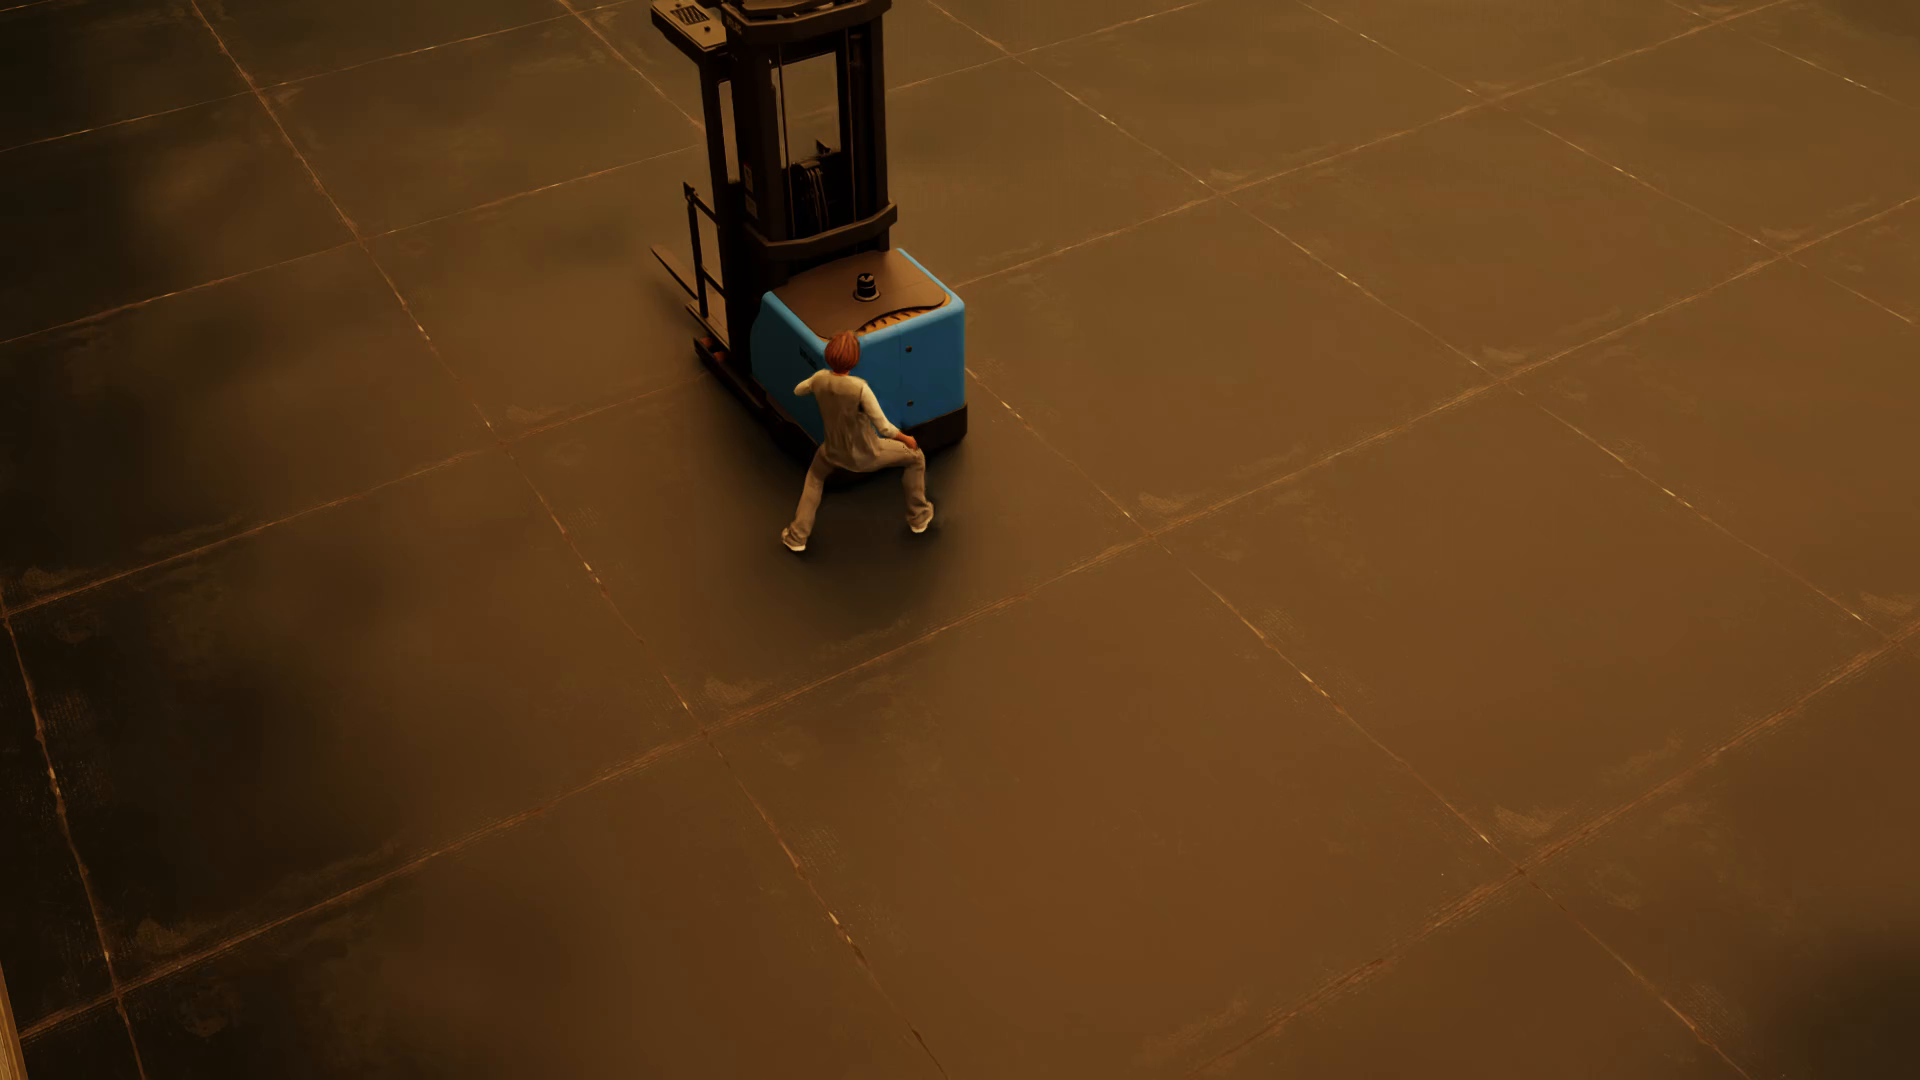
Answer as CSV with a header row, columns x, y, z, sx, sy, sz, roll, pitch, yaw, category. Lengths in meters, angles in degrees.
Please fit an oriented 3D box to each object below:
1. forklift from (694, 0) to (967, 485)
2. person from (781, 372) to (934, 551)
x,y,z,sx,sy,sz,roll,pitch,yaw,category
-1.175,-2.386,10.601,1.130,2.935,3.031,-23,46,-24,forklift
-0.628,-0.500,9.760,0.792,1.245,0.730,20,45,22,person
